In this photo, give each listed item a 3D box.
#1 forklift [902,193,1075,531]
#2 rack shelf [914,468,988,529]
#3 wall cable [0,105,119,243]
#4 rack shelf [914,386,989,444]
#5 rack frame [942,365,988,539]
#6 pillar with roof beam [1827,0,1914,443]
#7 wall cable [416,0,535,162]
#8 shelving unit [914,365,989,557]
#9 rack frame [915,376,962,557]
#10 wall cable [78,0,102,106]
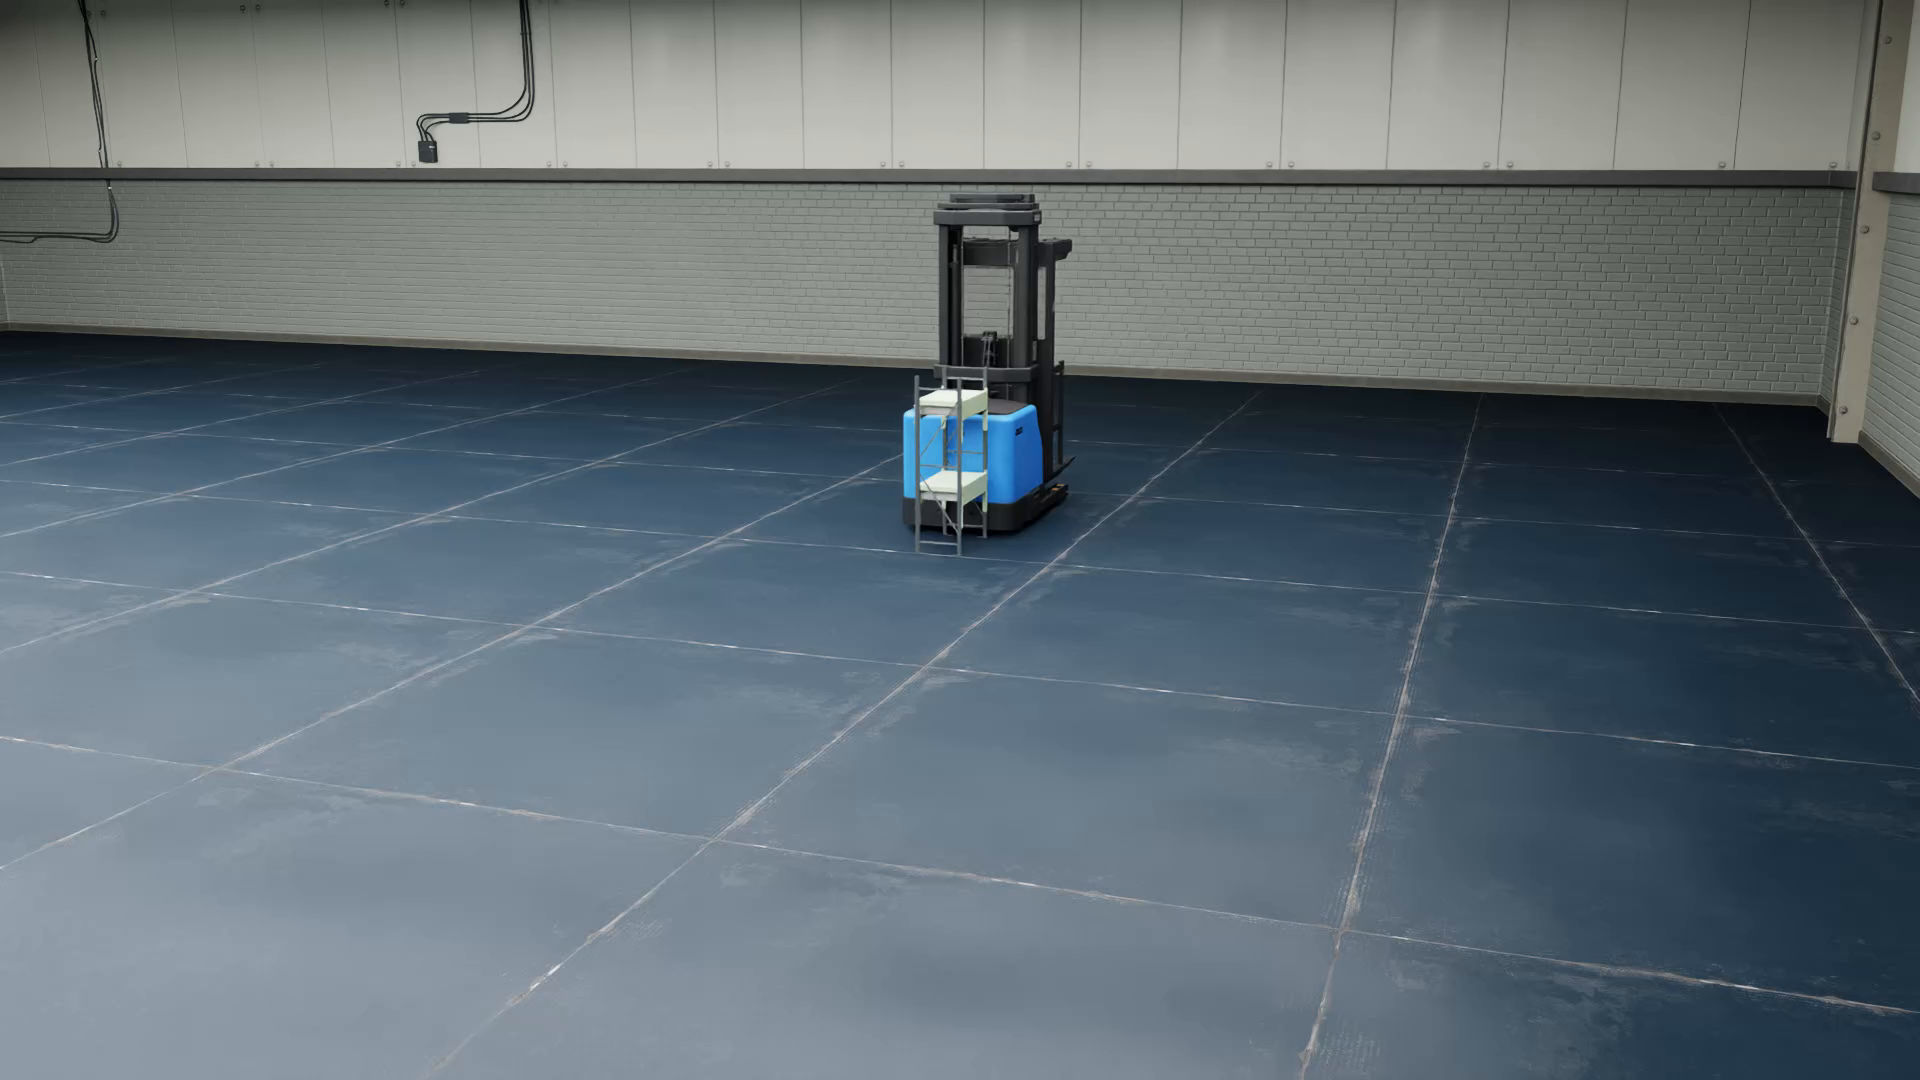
[{"bbox_3d":[0.418,-1.790,15.742,1.130,2.935,3.031,4,13,17],"label":"forklift"},{"bbox_3d":[-0.068,-0.364,14.177,0.431,0.370,0.720,4,13,17],"label":"rack shelf"},{"bbox_3d":[-17.150,-6.848,31.248,3.097,2.526,0.112,4,14,18],"label":"wall cable"},{"bbox_3d":[-0.068,-1.062,14.018,0.431,0.370,0.720,4,13,17],"label":"rack shelf"},{"bbox_3d":[0.042,-0.759,14.445,0.400,1.500,0.023,4,13,17],"label":"rack frame"},{"bbox_3d":[6.378,-5.879,20.023,9.100,9.000,0.400,4,14,18],"label":"pillar with roof beam"},{"bbox_3d":[-8.172,-9.333,27.515,2.305,6.003,0.169,4,14,18],"label":"wall cable"},{"bbox_3d":[-0.068,-0.682,14.105,0.431,1.500,0.755,4,13,17],"label":"shelving unit"},{"bbox_3d":[-0.179,-0.604,13.765,0.400,1.500,0.023,4,13,17],"label":"rack frame"},{"bbox_3d":[-14.590,-9.116,29.832,3.097,2.526,0.112,4,14,18],"label":"wall cable"}]
